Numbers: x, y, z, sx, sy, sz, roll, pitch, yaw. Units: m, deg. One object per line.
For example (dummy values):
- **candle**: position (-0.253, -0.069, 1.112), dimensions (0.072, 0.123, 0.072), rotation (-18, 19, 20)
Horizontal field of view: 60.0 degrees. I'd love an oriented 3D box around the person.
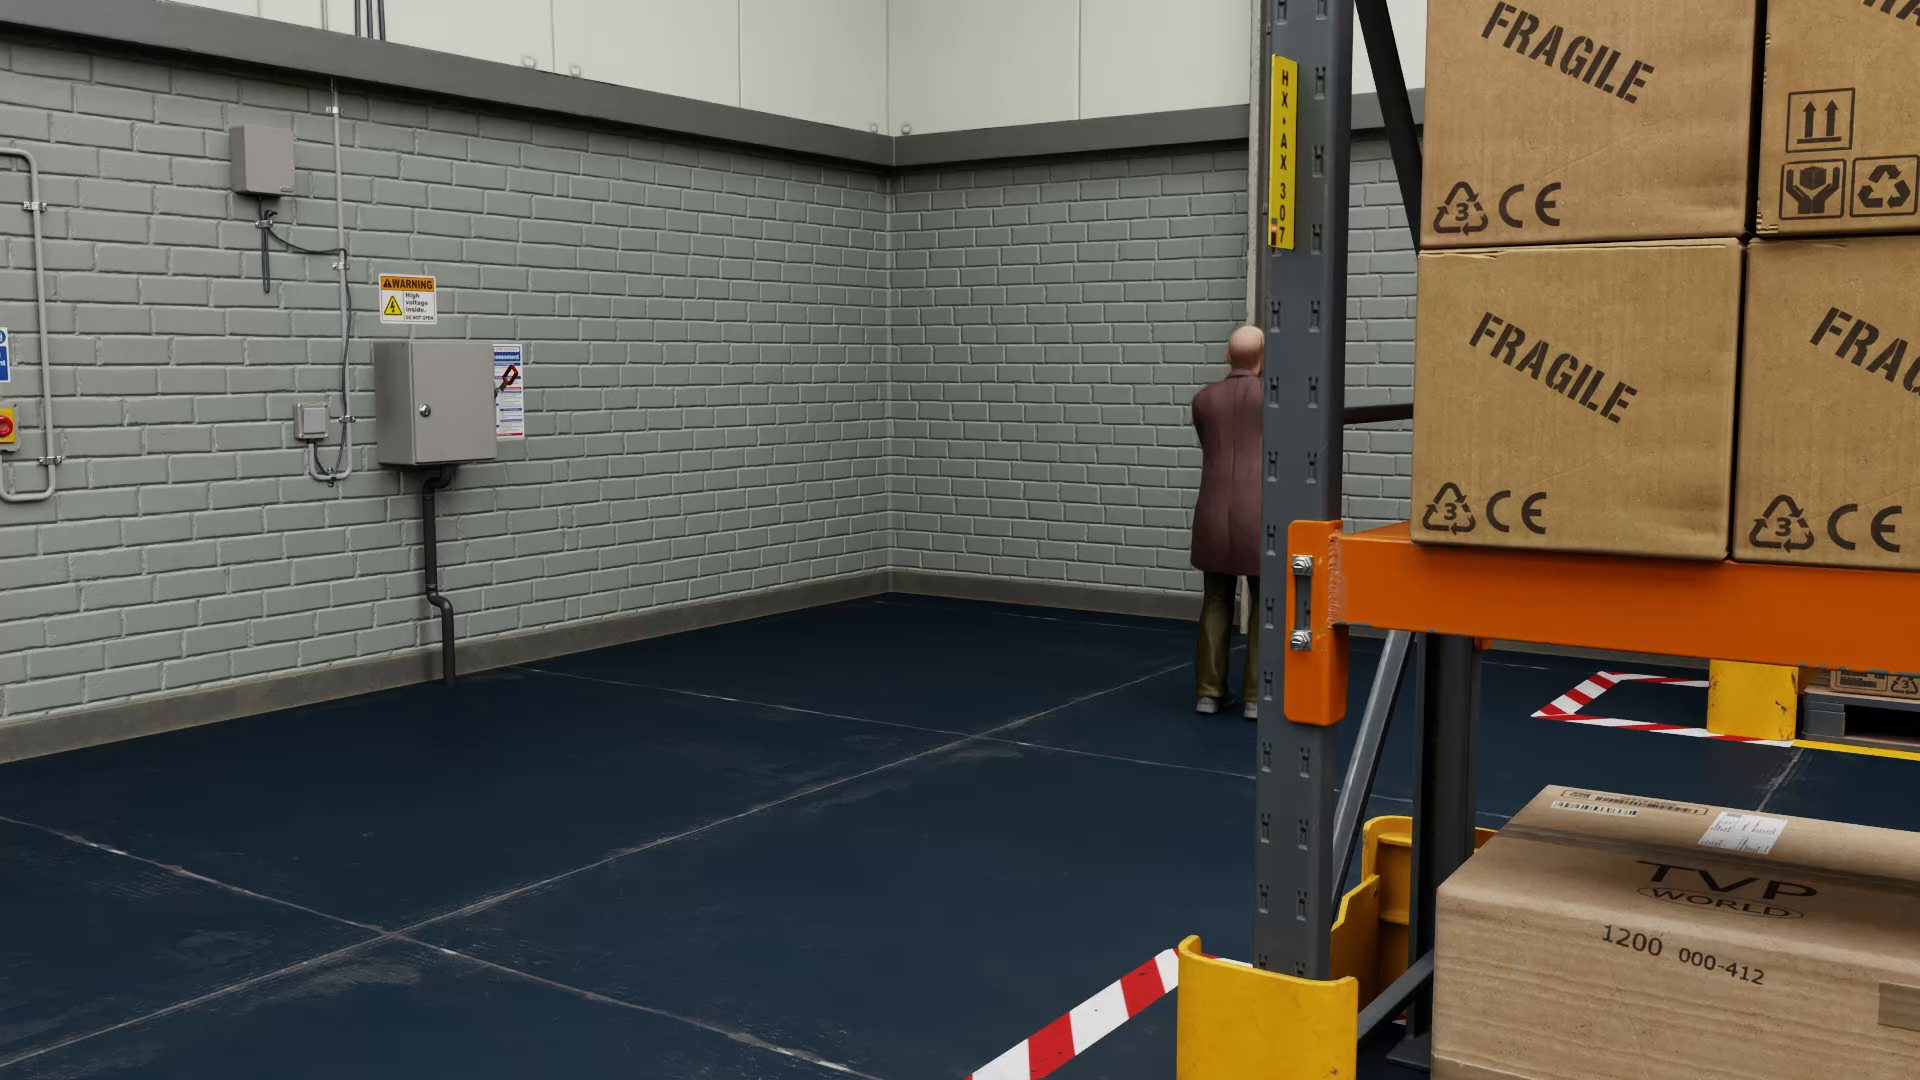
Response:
- **person**: position (1.339, -0.095, 7.655), dimensions (0.525, 1.779, 0.556), rotation (4, 7, 33)
